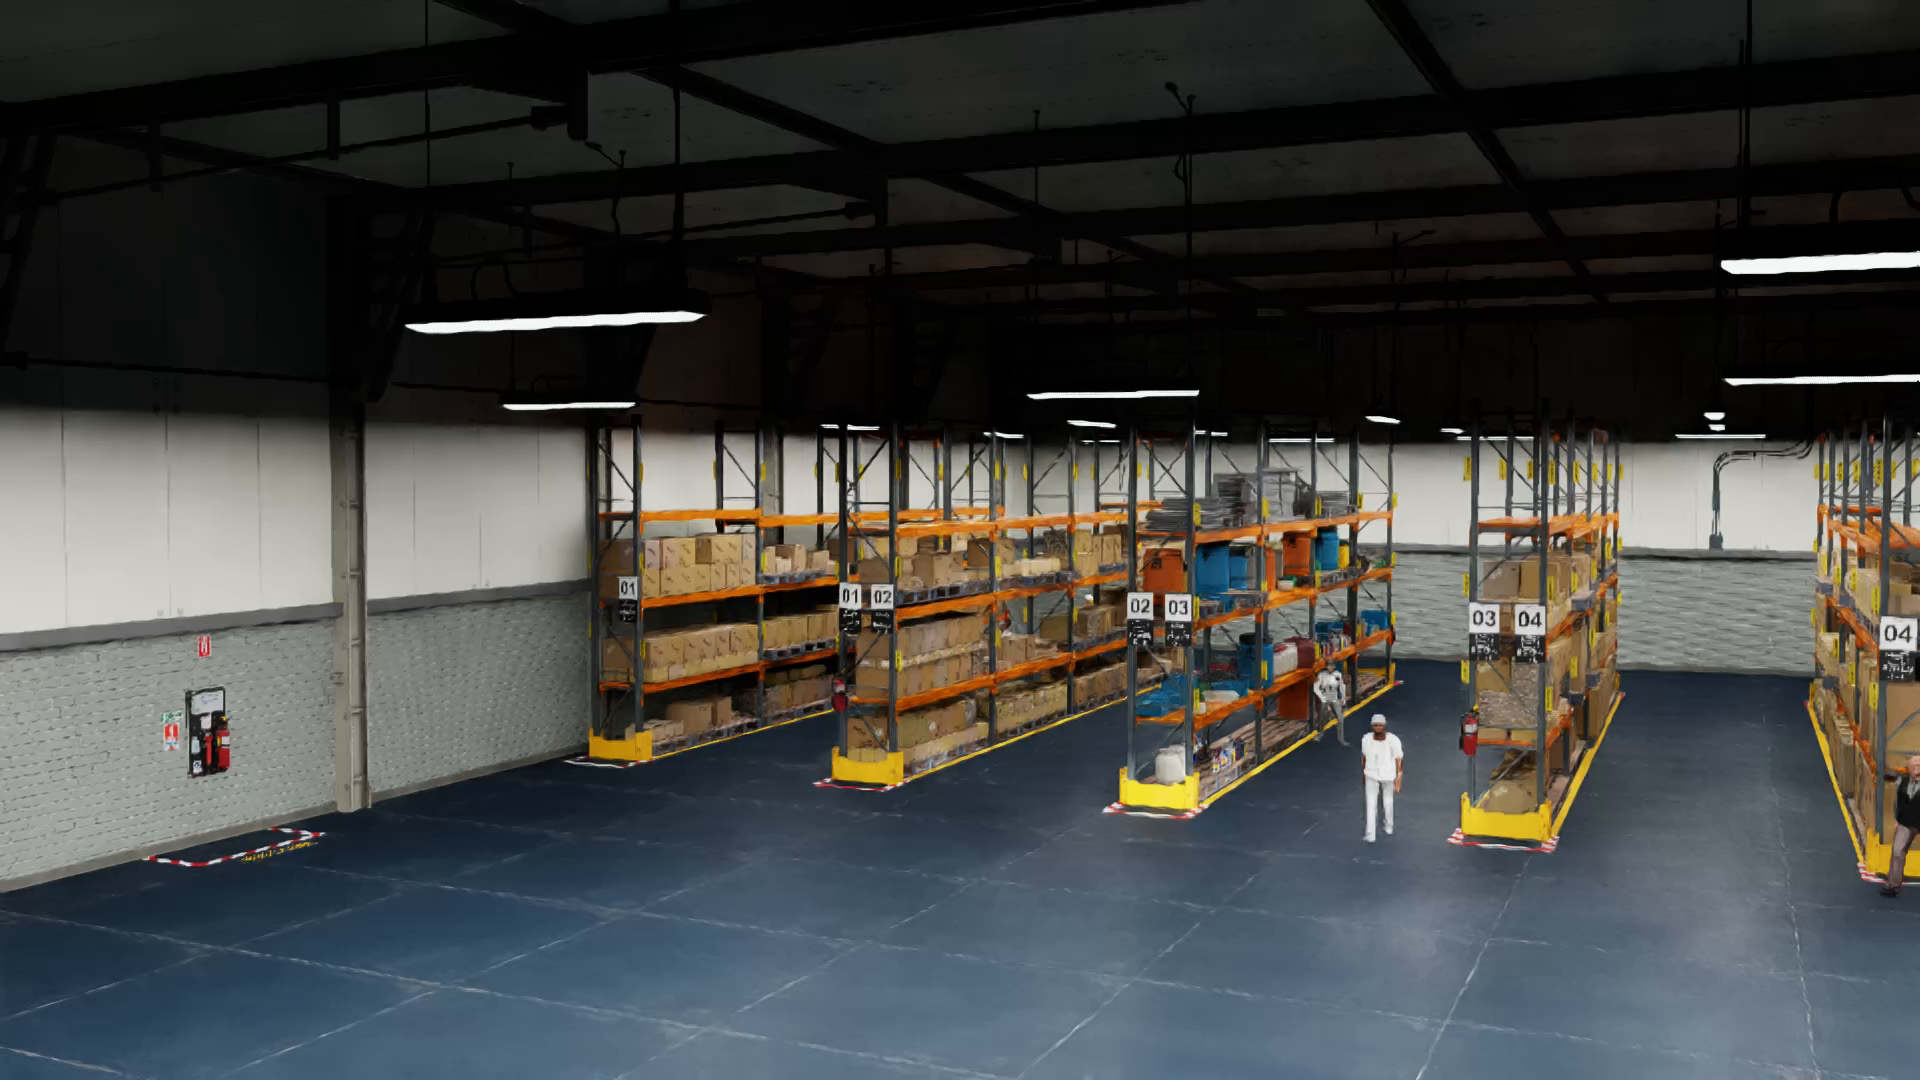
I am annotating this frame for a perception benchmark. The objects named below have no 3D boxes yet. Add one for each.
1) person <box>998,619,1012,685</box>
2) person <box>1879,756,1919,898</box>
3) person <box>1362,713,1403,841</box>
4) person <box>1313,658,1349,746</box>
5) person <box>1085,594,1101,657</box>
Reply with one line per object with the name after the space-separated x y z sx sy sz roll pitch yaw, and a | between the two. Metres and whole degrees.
0.997 2.604 38.355 0.495 1.576 1.086 1 3 27 | person
11.231 3.363 19.524 0.944 1.680 0.579 -2 3 -42 | person
5.735 3.213 22.639 0.589 1.716 1.043 1 3 24 | person
6.783 2.933 30.480 0.639 1.596 0.790 0 2 8 | person
3.445 2.304 43.897 0.737 1.761 0.562 -1 3 -29 | person
